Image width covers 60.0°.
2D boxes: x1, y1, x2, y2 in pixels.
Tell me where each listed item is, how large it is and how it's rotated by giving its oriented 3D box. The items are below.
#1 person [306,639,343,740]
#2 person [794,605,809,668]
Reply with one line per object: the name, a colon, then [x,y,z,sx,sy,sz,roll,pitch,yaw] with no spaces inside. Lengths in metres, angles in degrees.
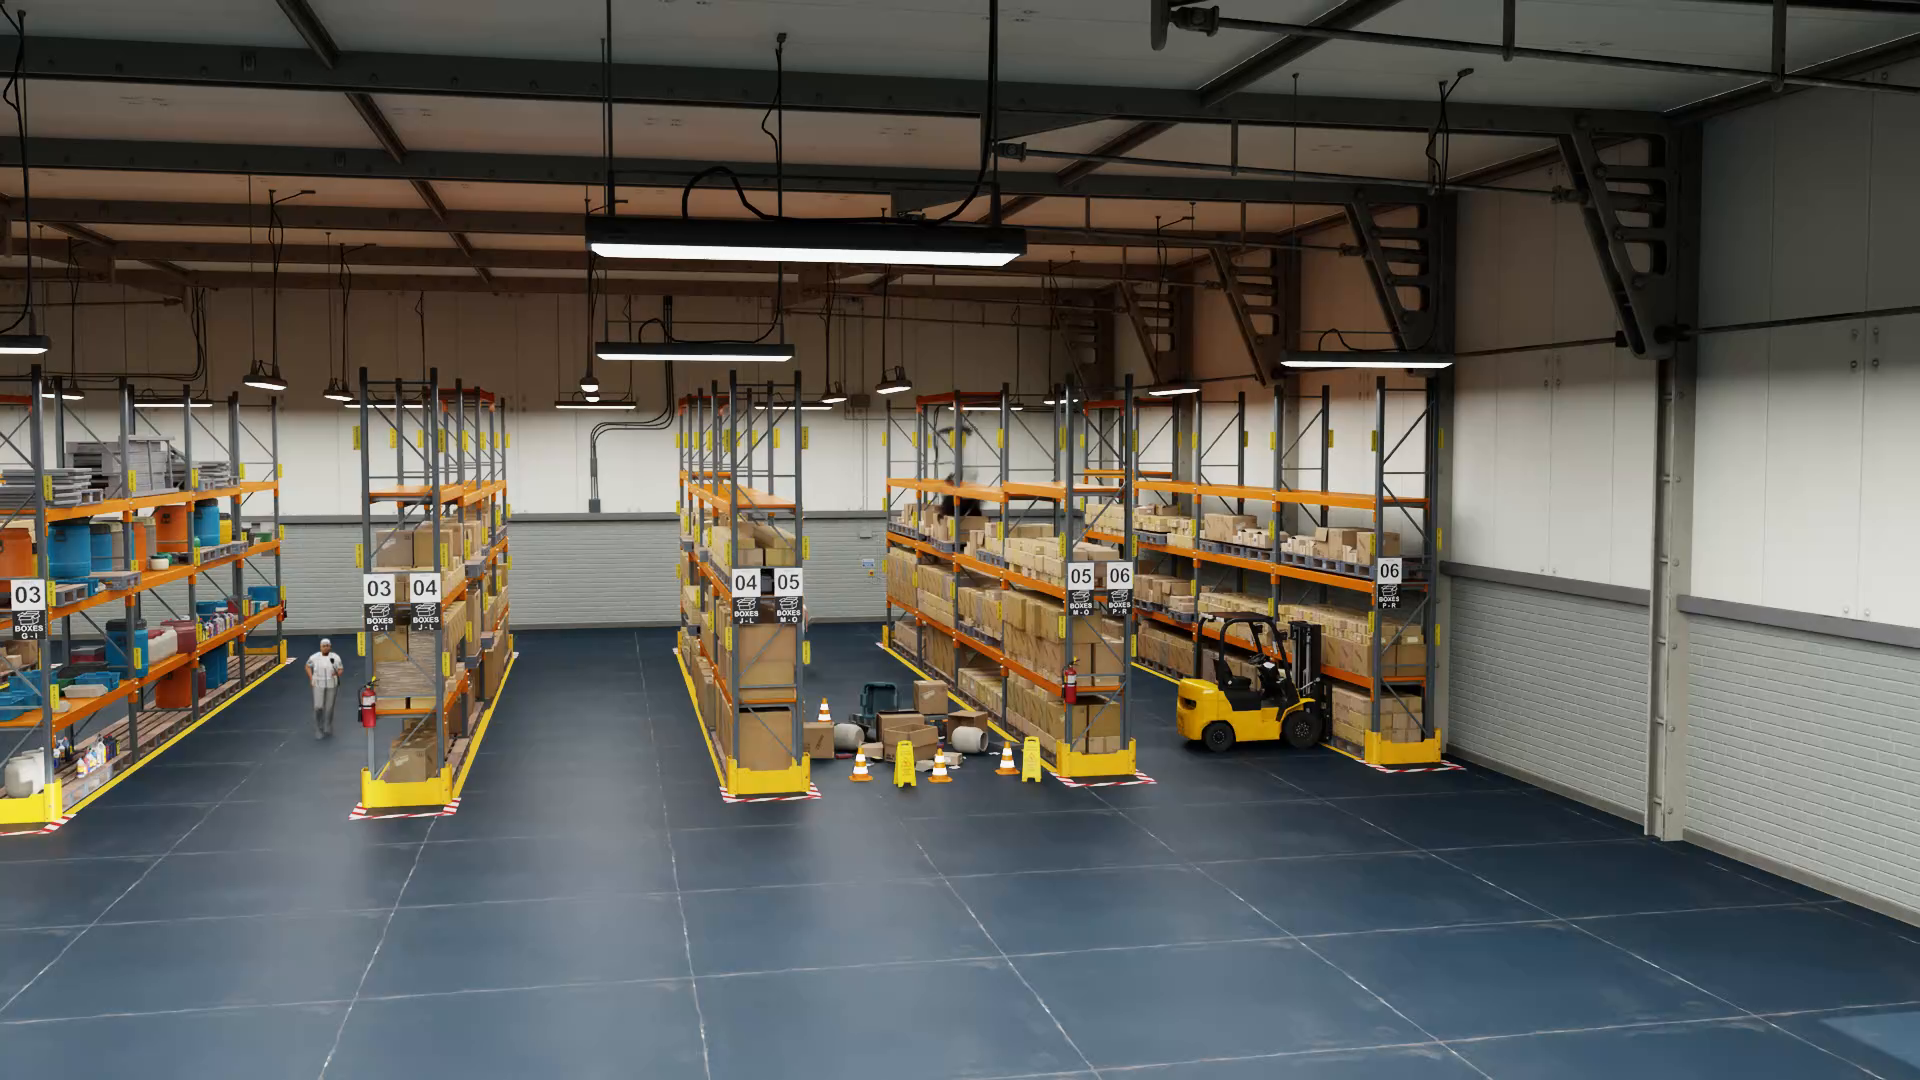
person: [-10.709,2.518,28.065,0.581,1.711,0.721,-2,4,-26]
person: [-3.676,2.060,36.697,0.670,1.591,1.102,0,3,-7]
